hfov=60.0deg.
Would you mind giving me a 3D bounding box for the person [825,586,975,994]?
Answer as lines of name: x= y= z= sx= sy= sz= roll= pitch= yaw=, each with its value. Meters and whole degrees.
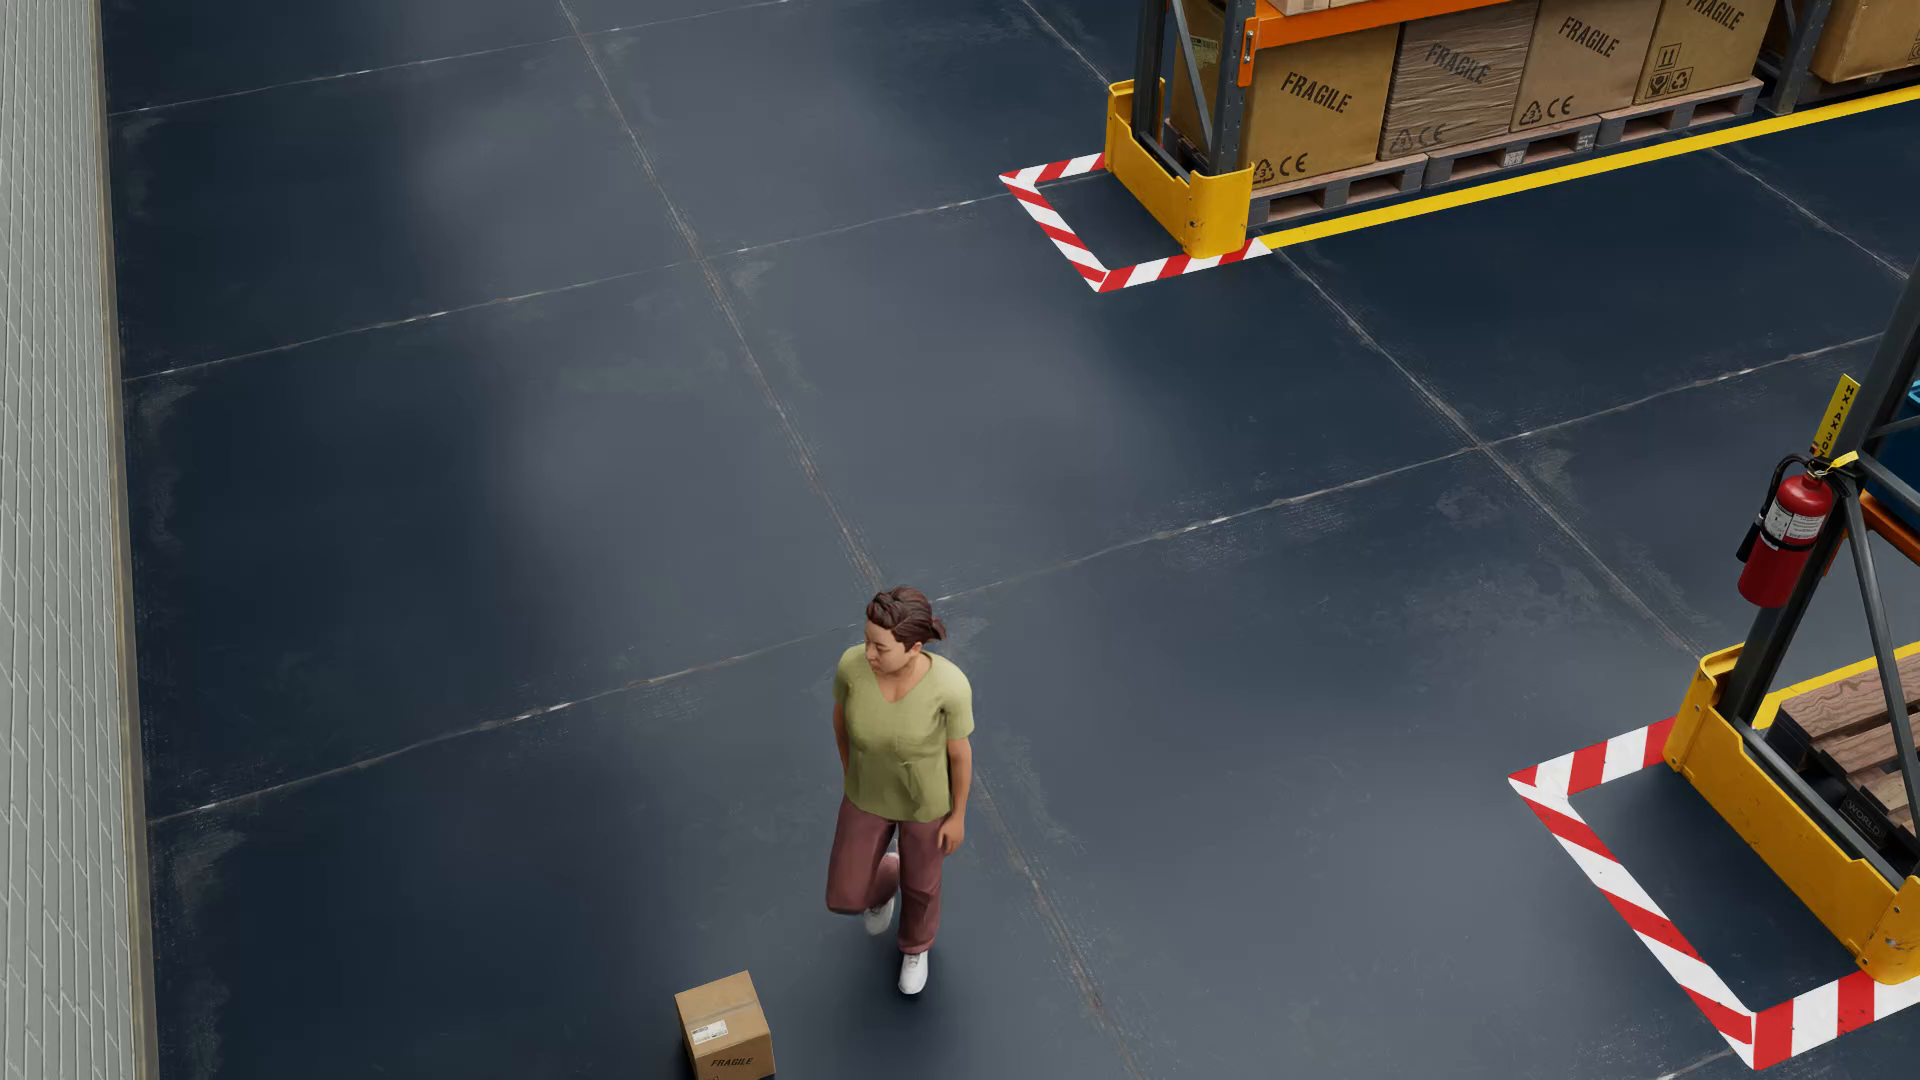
person: x=-0.190 y=0.817 z=5.223 sx=0.458 sy=1.663 sz=0.462 roll=7 pitch=42 yaw=8
